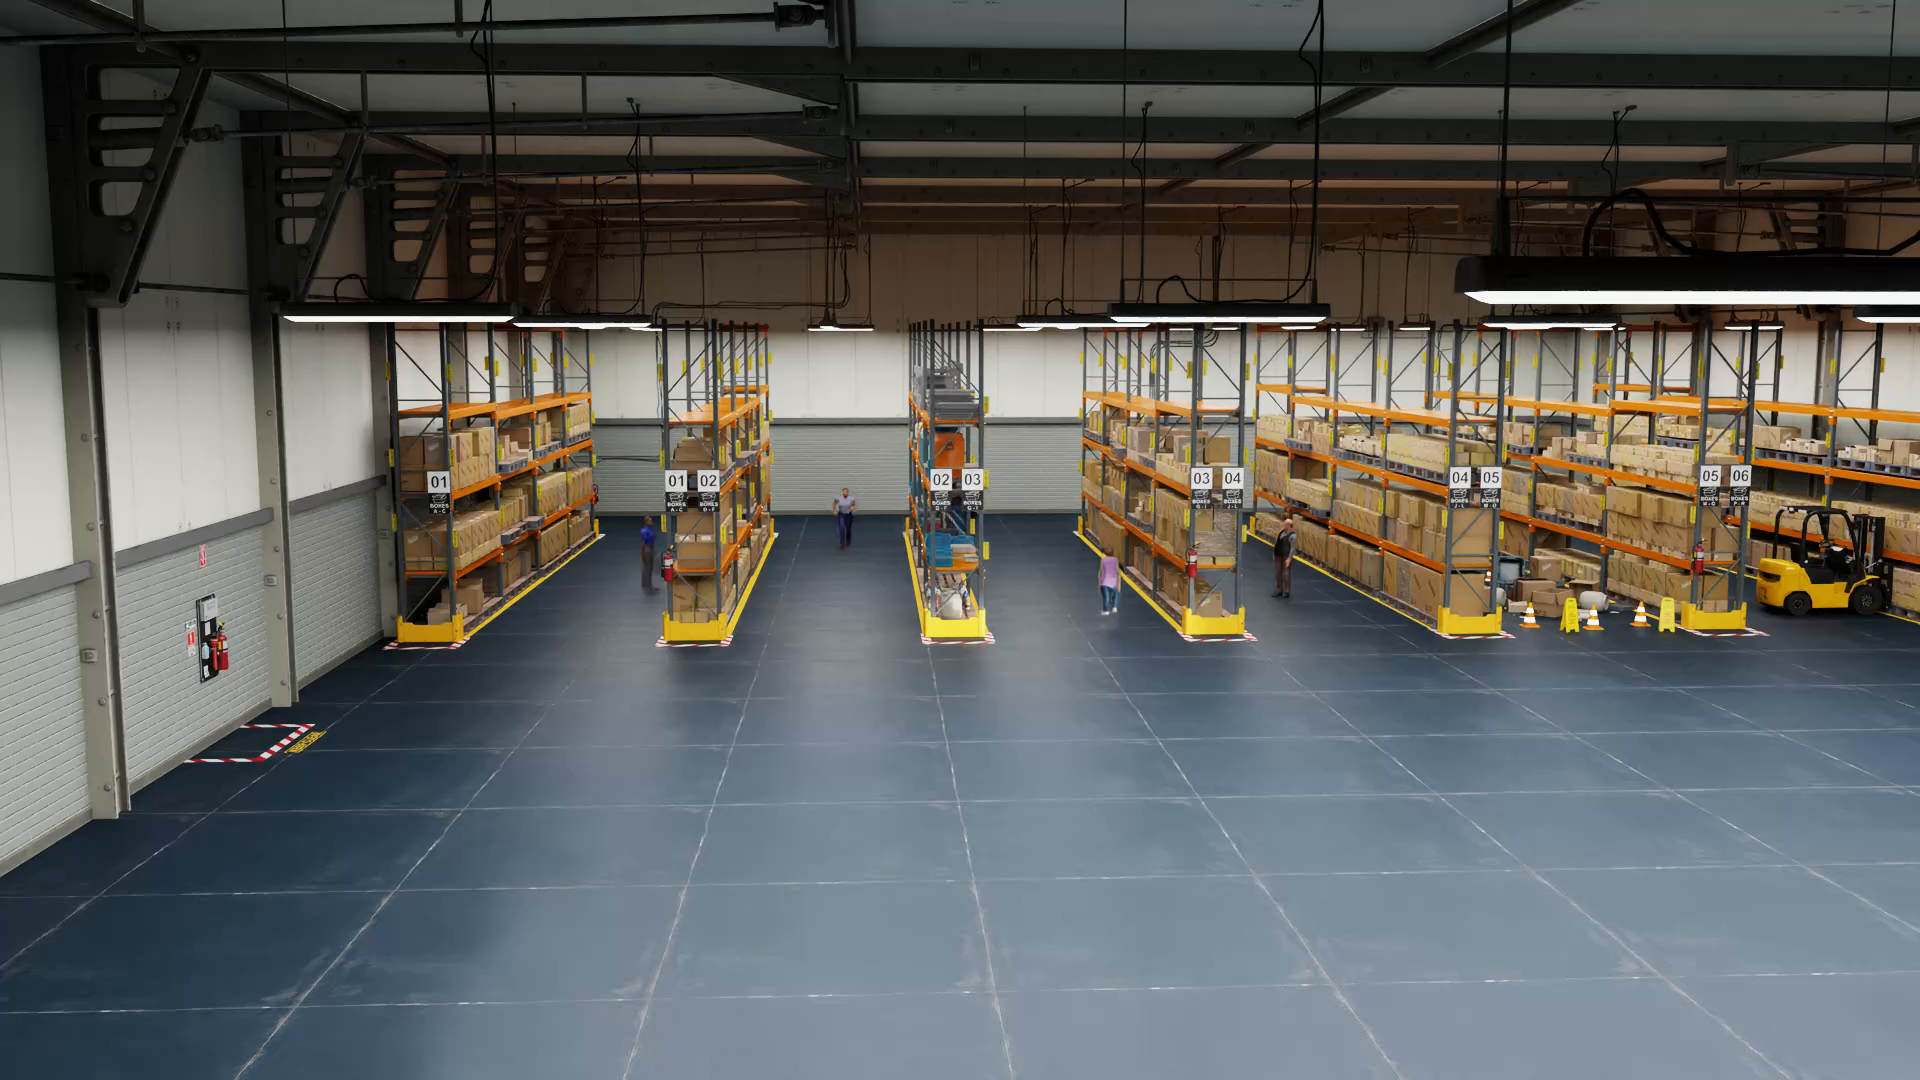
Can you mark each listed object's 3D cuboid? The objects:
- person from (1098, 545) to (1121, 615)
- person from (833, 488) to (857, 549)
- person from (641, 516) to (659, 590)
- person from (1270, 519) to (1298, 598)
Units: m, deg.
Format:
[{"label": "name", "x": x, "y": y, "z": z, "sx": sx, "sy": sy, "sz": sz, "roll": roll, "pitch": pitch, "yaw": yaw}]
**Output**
[{"label": "person", "x": 2.926, "y": 0.783, "z": 32.450, "sx": 0.452, "sy": 1.376, "sz": 0.741, "roll": 1, "pitch": 7, "yaw": 11}, {"label": "person", "x": -3.085, "y": -0.599, "z": 44.525, "sx": 0.650, "sy": 1.587, "sz": 1.007, "roll": 0, "pitch": 7, "yaw": -3}, {"label": "person", "x": -6.995, "y": 0.295, "z": 37.451, "sx": 0.388, "sy": 1.659, "sz": 0.451, "roll": -1, "pitch": 7, "yaw": -6}, {"label": "person", "x": 7.062, "y": 0.407, "z": 36.283, "sx": 0.442, "sy": 1.742, "sz": 0.628, "roll": -7, "pitch": 10, "yaw": -43}]
